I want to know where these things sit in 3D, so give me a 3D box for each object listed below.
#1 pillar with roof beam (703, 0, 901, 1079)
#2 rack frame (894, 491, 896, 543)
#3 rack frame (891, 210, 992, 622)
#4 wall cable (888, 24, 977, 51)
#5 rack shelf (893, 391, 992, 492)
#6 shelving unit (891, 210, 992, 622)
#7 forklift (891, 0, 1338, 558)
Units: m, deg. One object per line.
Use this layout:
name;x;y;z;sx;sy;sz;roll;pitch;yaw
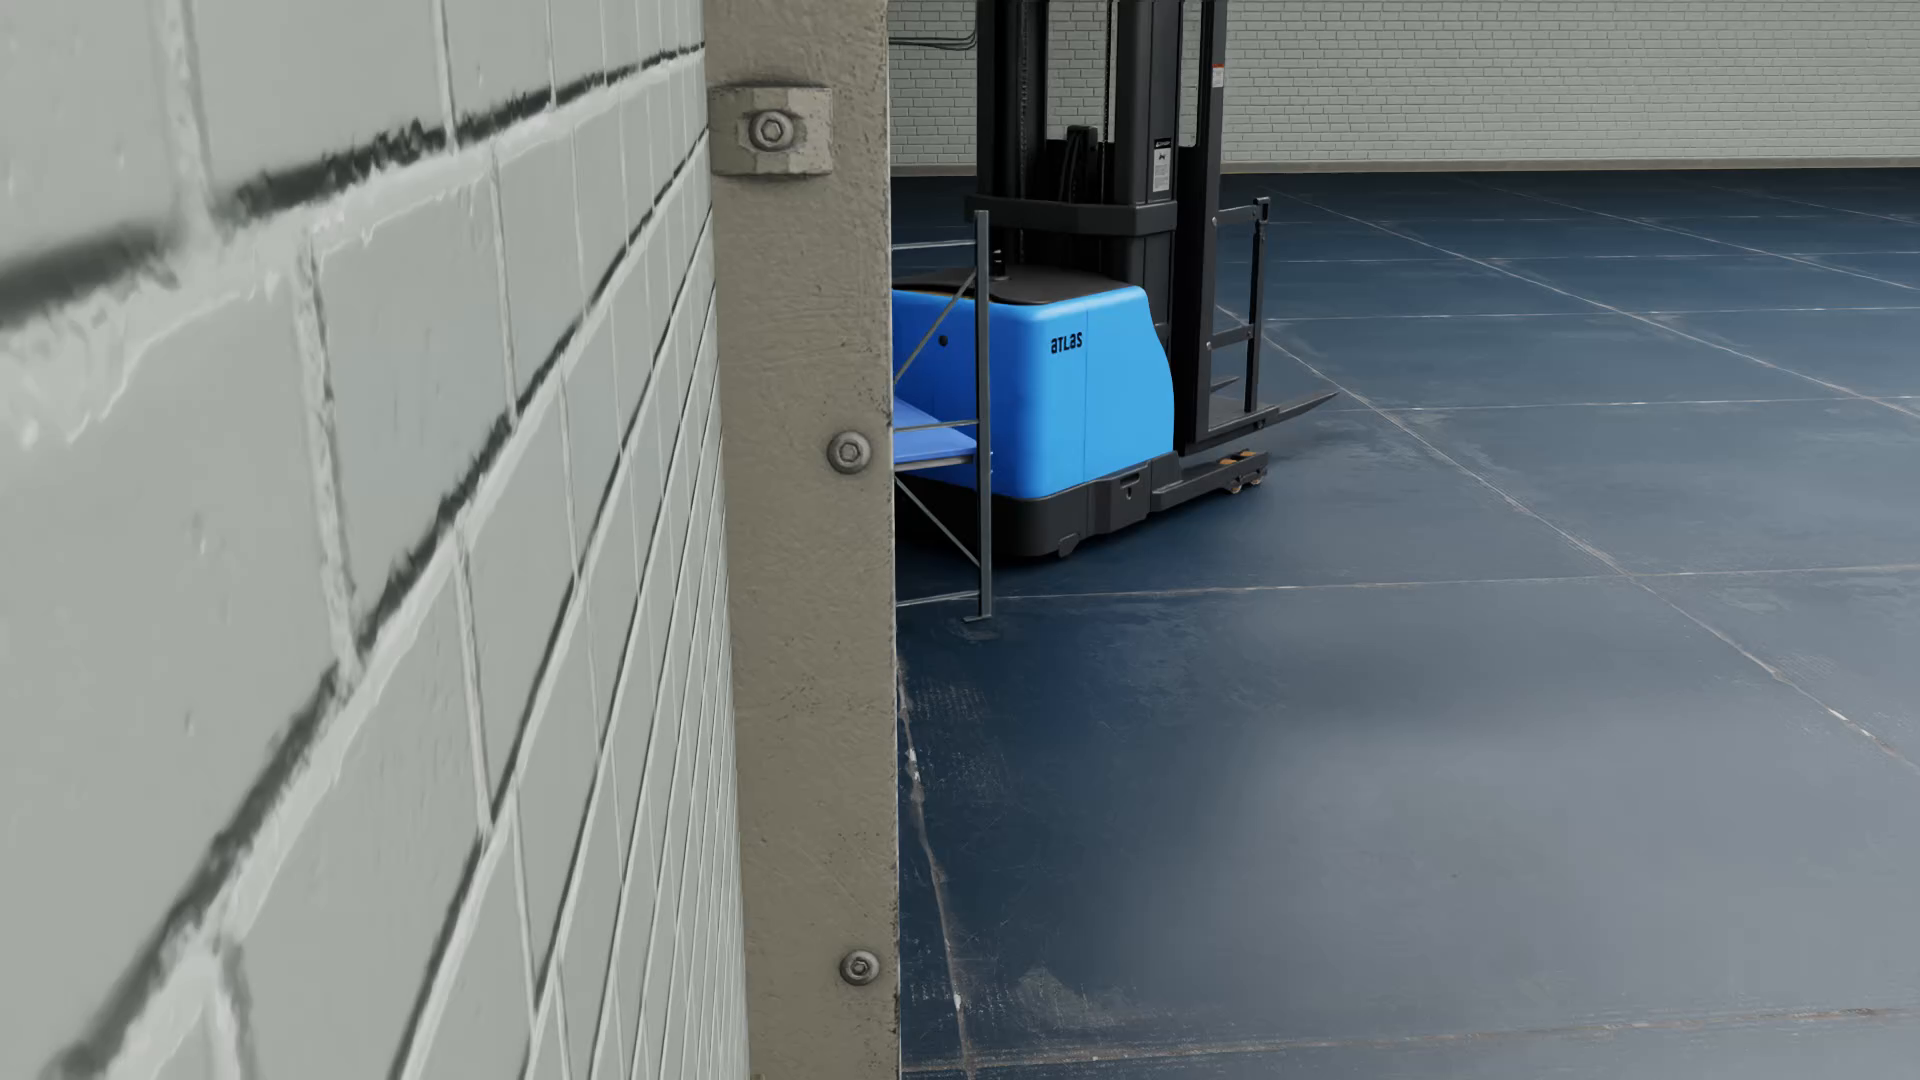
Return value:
pillar with roof beam;3.990;-3.285;2.618;9.100;9.000;0.400;-2;18;-6
rack frame;-0.520;-0.673;6.803;0.500;1.500;0.032;-8;19;-21
rack frame;-0.128;-0.397;5.907;0.500;1.500;0.032;-8;19;-21
wall cable;-1.137;-7.952;22.668;3.097;2.526;0.112;-2;18;-6
rack shelf;-0.321;-0.364;6.409;0.538;0.185;1.000;-8;19;-21
shelving unit;-0.324;-0.535;6.355;0.538;1.500;1.048;-8;19;-21
forklift;0.835;-1.700;7.698;1.130;2.935;3.031;14;22;37
